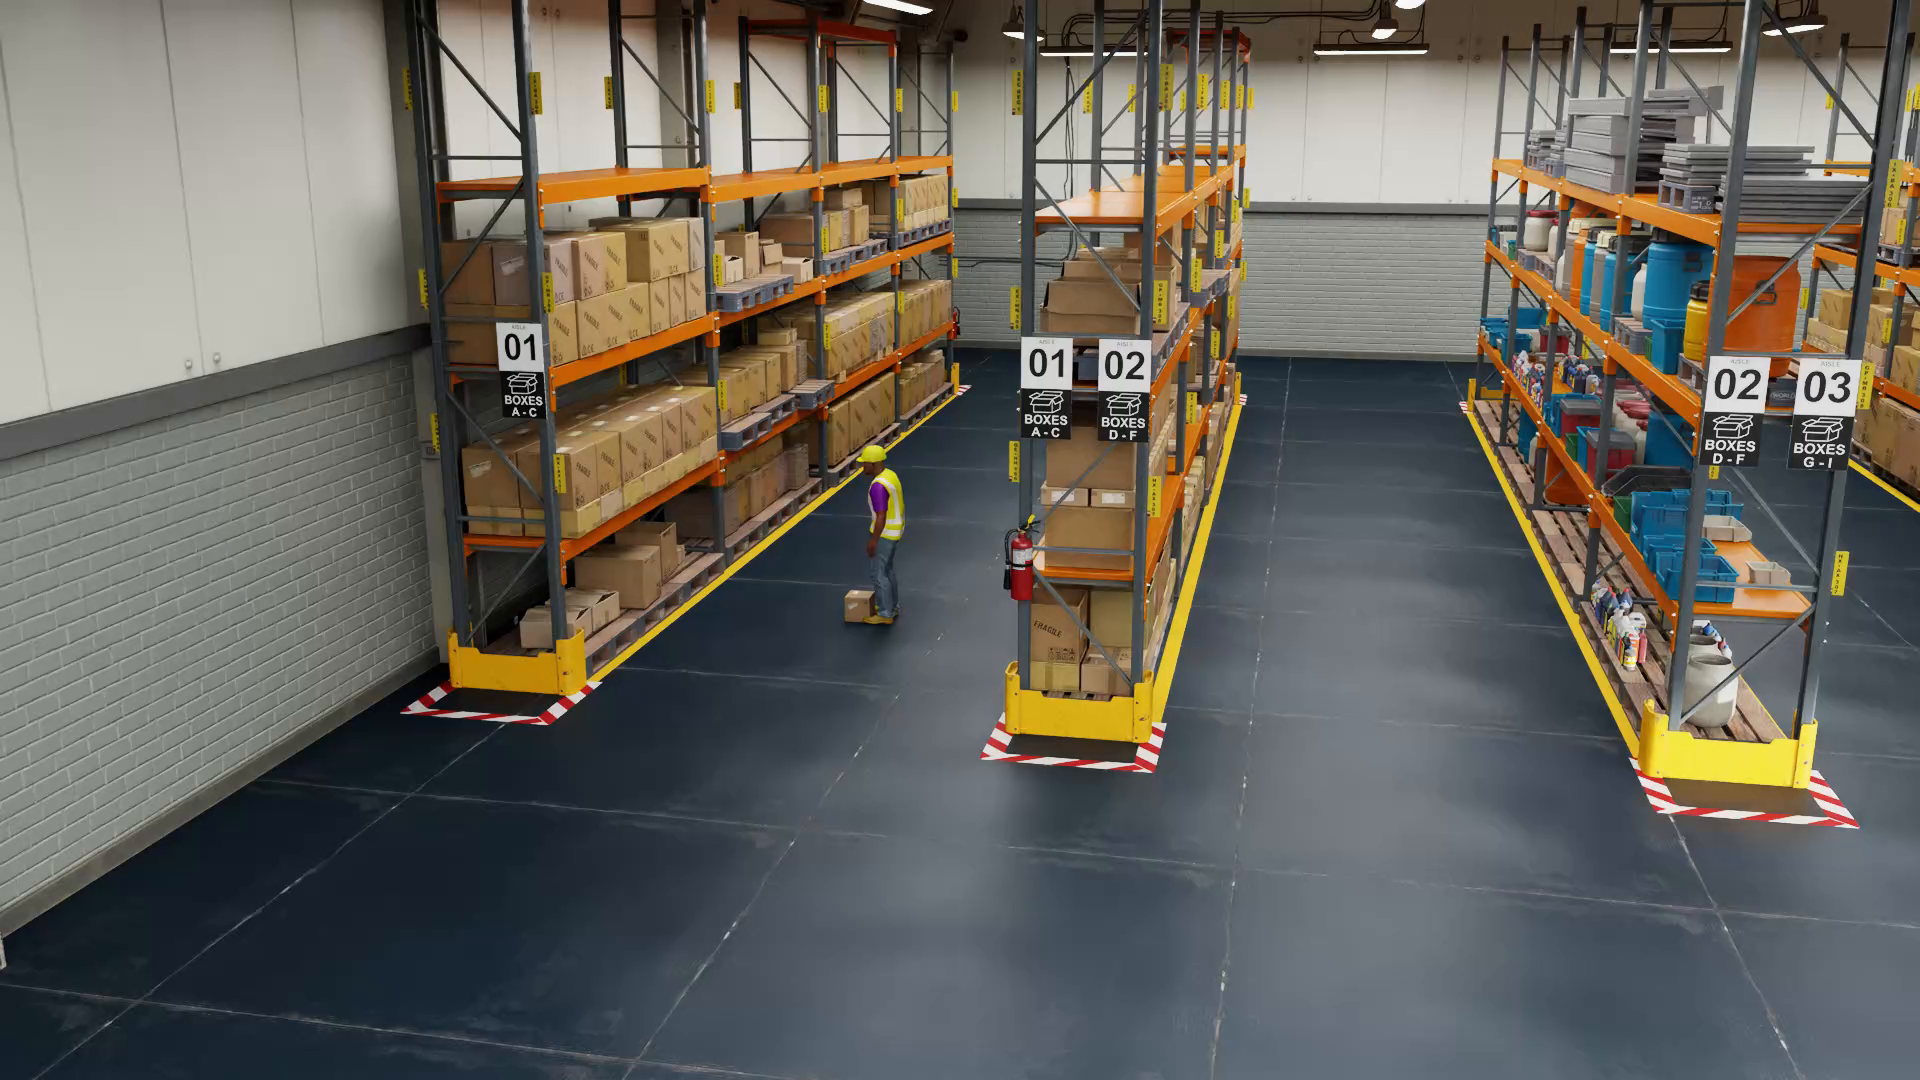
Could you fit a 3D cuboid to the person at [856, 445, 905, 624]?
[{"bbox_3d":[-0.769,-0.060,16.212,0.454,1.757,0.636,2,15,8],"label":"person"}]
